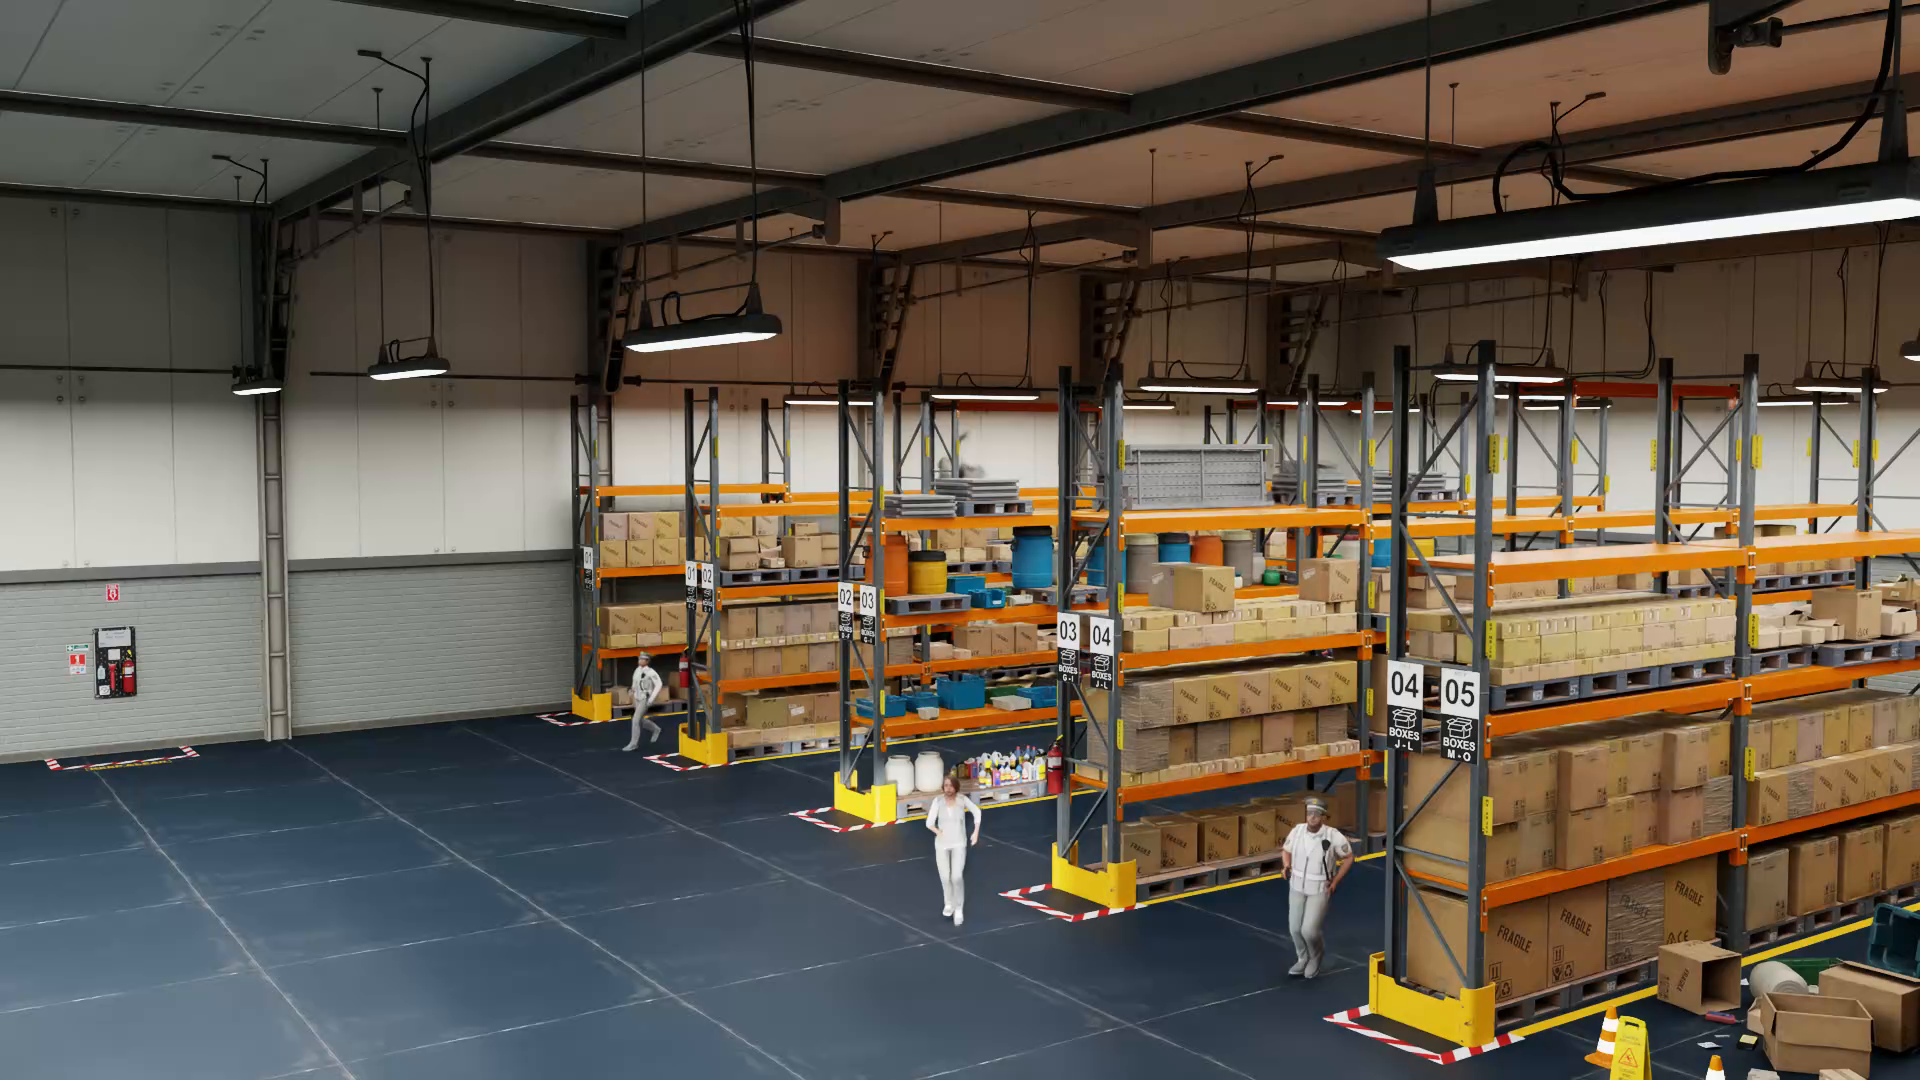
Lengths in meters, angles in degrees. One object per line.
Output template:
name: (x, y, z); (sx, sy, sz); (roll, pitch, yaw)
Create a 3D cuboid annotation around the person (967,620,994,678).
person: (0.363, 2.028, 32.917); (0.711, 1.754, 0.756); (3, 5, 44)

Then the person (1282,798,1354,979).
person: (3.346, 3.334, 15.881); (0.666, 1.765, 0.597); (3, 4, 36)

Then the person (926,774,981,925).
person: (-0.079, 3.308, 17.763); (0.569, 1.625, 0.669); (0, 3, 8)

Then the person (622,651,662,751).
person: (-5.242, 2.668, 27.790); (0.661, 1.670, 0.807); (3, 5, 44)
